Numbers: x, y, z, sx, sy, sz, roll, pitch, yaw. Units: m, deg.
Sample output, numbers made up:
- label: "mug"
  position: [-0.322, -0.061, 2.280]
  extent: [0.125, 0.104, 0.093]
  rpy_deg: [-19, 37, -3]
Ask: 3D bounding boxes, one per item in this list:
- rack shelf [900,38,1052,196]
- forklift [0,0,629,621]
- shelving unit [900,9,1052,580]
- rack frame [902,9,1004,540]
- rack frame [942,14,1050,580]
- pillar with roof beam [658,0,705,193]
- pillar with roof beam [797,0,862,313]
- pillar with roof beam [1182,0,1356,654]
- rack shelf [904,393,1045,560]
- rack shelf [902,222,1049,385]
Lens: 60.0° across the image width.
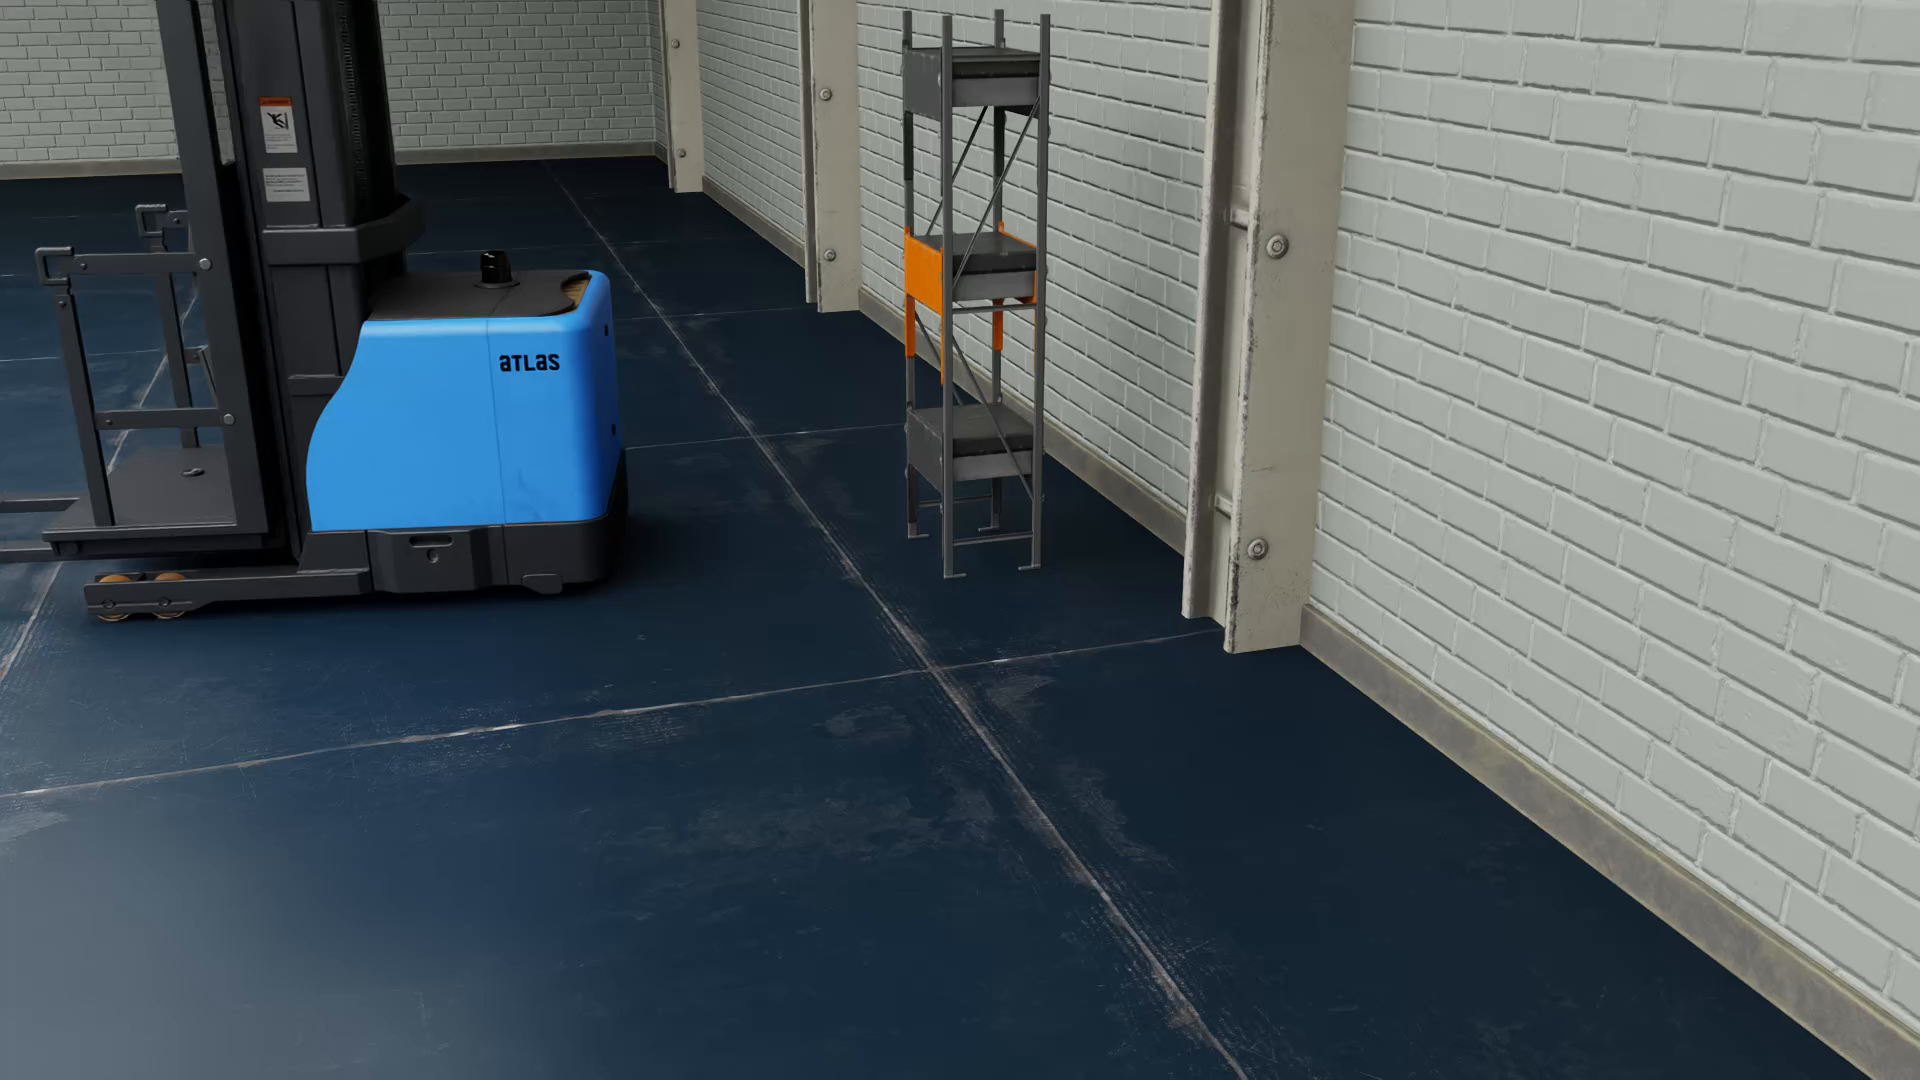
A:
- label: "rack shelf"
  position: [0.052, -1.581, 6.182]
  extent: [0.431, 0.518, 0.480]
  rpy_deg: [-6, 21, -17]
- label: "forklift"
  position: [-2.879, -1.271, 6.119]
  extent: [3.031, 2.935, 1.130]
  rpy_deg: [-2, 20, -6]
- label: "shelving unit"
  position: [0.052, -0.935, 6.414]
  extent: [0.431, 2.100, 0.503]
  rpy_deg: [-6, 21, -17]
- label: "rack frame"
  position: [-0.025, -1.013, 6.632]
  extent: [0.400, 2.100, 0.015]
  rpy_deg: [-6, 21, -17]
- label: "rack frame"
  position: [0.129, -0.857, 6.196]
  extent: [0.400, 2.100, 0.015]
  rpy_deg: [-6, 21, -17]
- label: "pillar with roof beam"
  position: [-6.831, -7.311, 13.958]
  extent: [9.100, 9.000, 0.400]
  rpy_deg: [-6, 21, -17]
- label: "pillar with roof beam"
  position: [-4.945, -5.385, 8.597]
  extent: [9.100, 9.000, 0.400]
  rpy_deg: [-6, 21, -17]
- label: "pillar with roof beam"
  position: [-3.059, -3.460, 3.236]
  extent: [9.100, 9.000, 0.400]
  rpy_deg: [-6, 21, -17]
- label: "rack shelf"
  position: [0.052, -0.263, 6.655]
  extent: [0.431, 0.518, 0.480]
  rpy_deg: [-6, 21, -17]
- label: "rack shelf"
  position: [0.052, -0.922, 6.418]
  extent: [0.431, 0.518, 0.480]
  rpy_deg: [-6, 21, -17]
